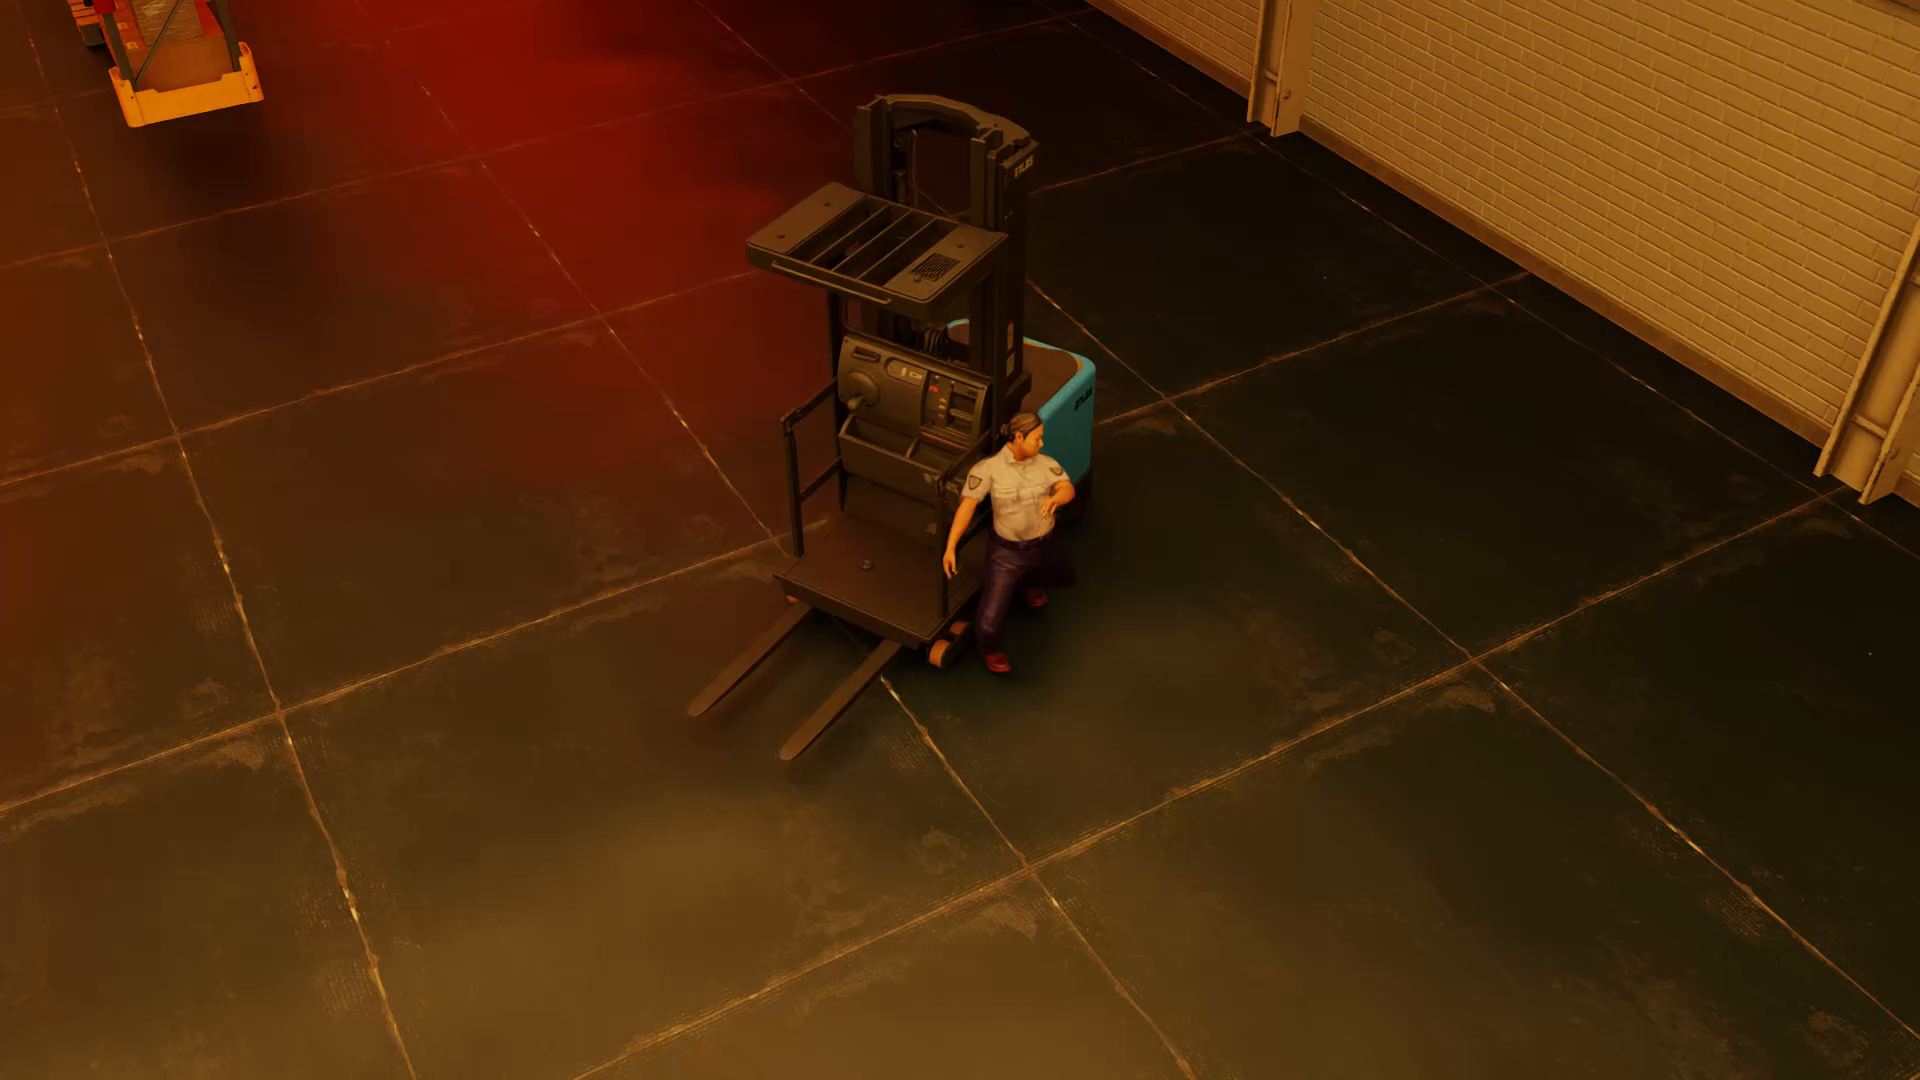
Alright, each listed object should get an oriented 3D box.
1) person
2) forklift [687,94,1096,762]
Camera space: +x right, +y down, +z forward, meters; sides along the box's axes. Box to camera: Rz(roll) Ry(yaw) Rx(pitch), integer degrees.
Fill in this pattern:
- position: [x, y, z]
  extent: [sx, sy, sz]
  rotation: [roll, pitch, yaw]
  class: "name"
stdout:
- position: [0.259, 0.063, 9.089]
  extent: [0.896, 1.433, 0.787]
  rotation: [-23, 45, -25]
  class: "person"
- position: [-0.376, -0.743, 8.932]
  extent: [1.130, 2.935, 3.031]
  rotation: [22, 44, 24]
  class: "forklift"
